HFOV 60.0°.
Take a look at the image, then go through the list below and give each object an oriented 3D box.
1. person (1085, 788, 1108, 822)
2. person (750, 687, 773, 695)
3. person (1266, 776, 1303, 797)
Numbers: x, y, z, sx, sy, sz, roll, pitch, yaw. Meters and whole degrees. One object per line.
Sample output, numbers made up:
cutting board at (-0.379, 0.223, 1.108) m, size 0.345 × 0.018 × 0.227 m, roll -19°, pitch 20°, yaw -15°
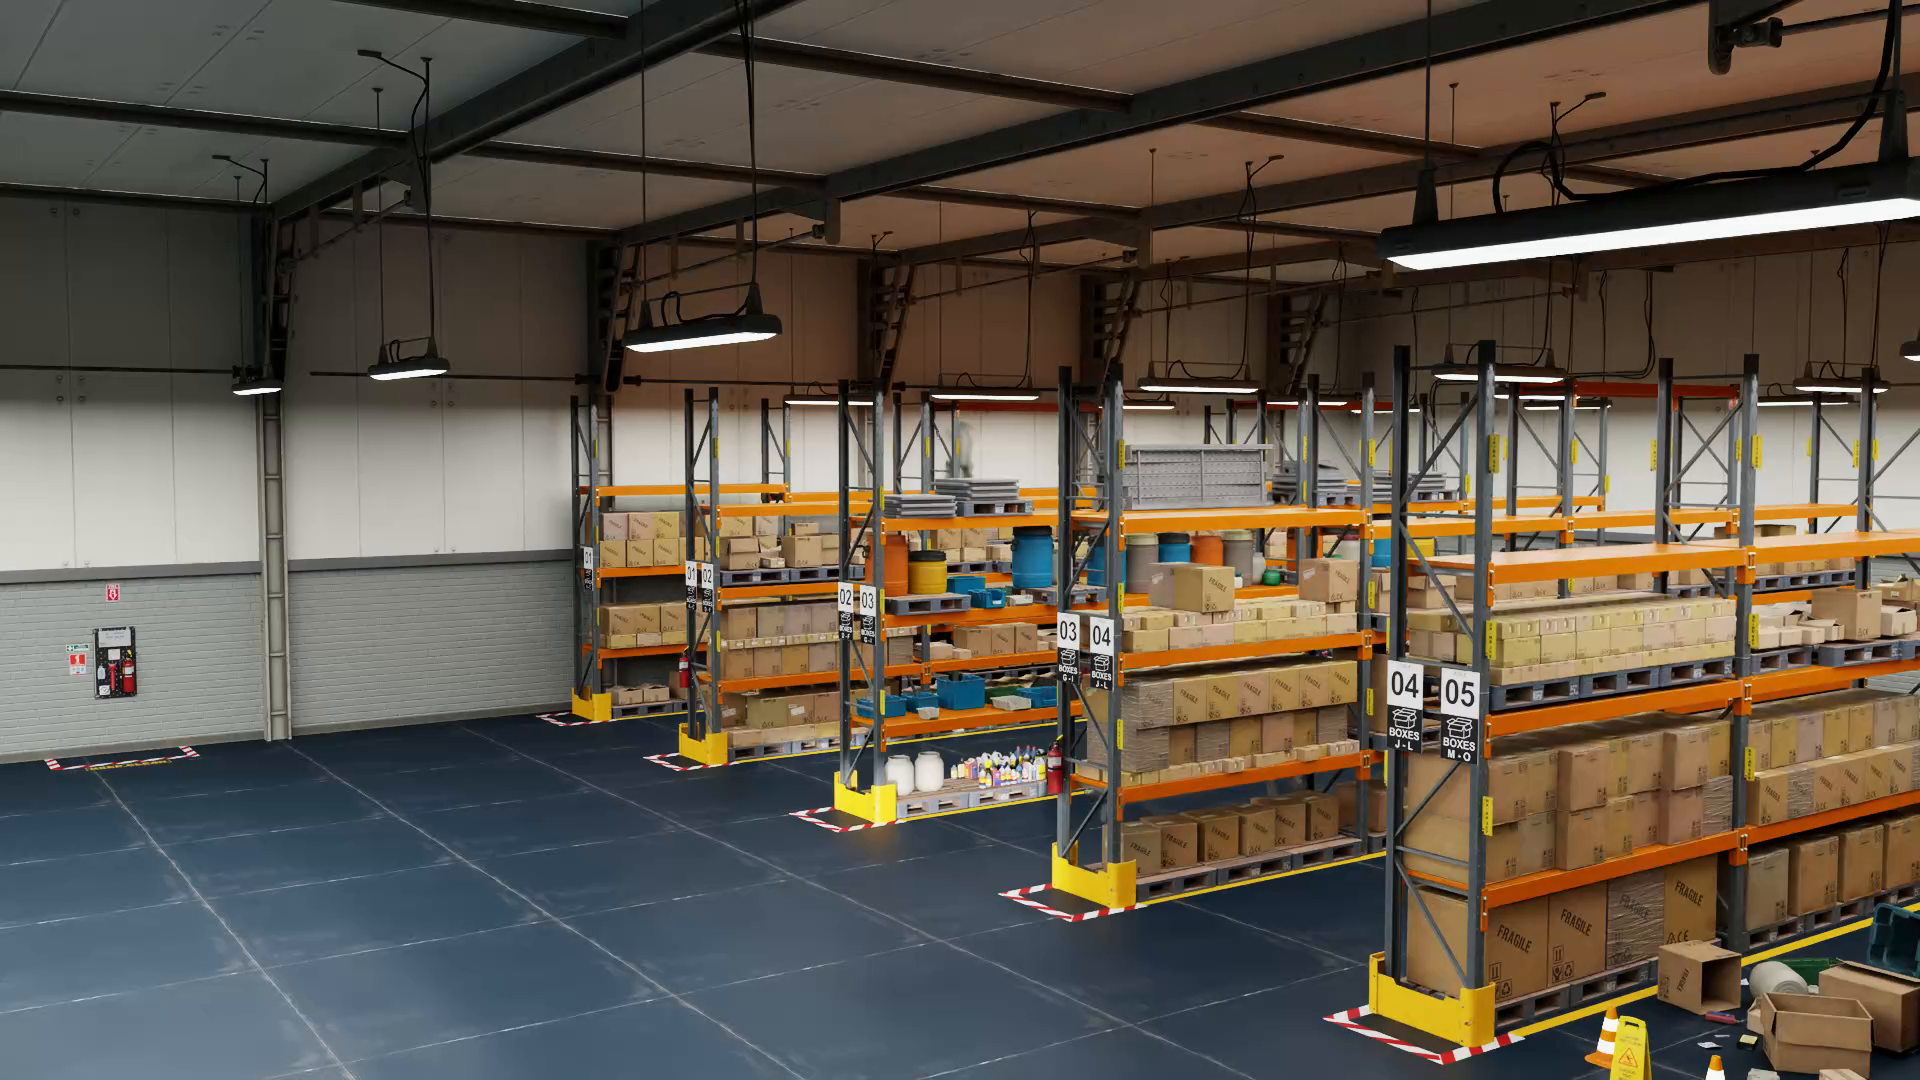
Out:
person at (1.881, 2.995, 21.839) m, size 0.644 × 1.698 × 0.801 m, roll 2°, pitch 4°, yaw 33°
person at (-3.569, 2.586, 29.830) m, size 0.553 × 1.597 × 0.685 m, roll 3°, pitch 4°, yaw 38°
person at (4.516, 2.998, 22.814) m, size 0.933 × 1.689 × 0.634 m, roll -2°, pitch 4°, yaw -34°
